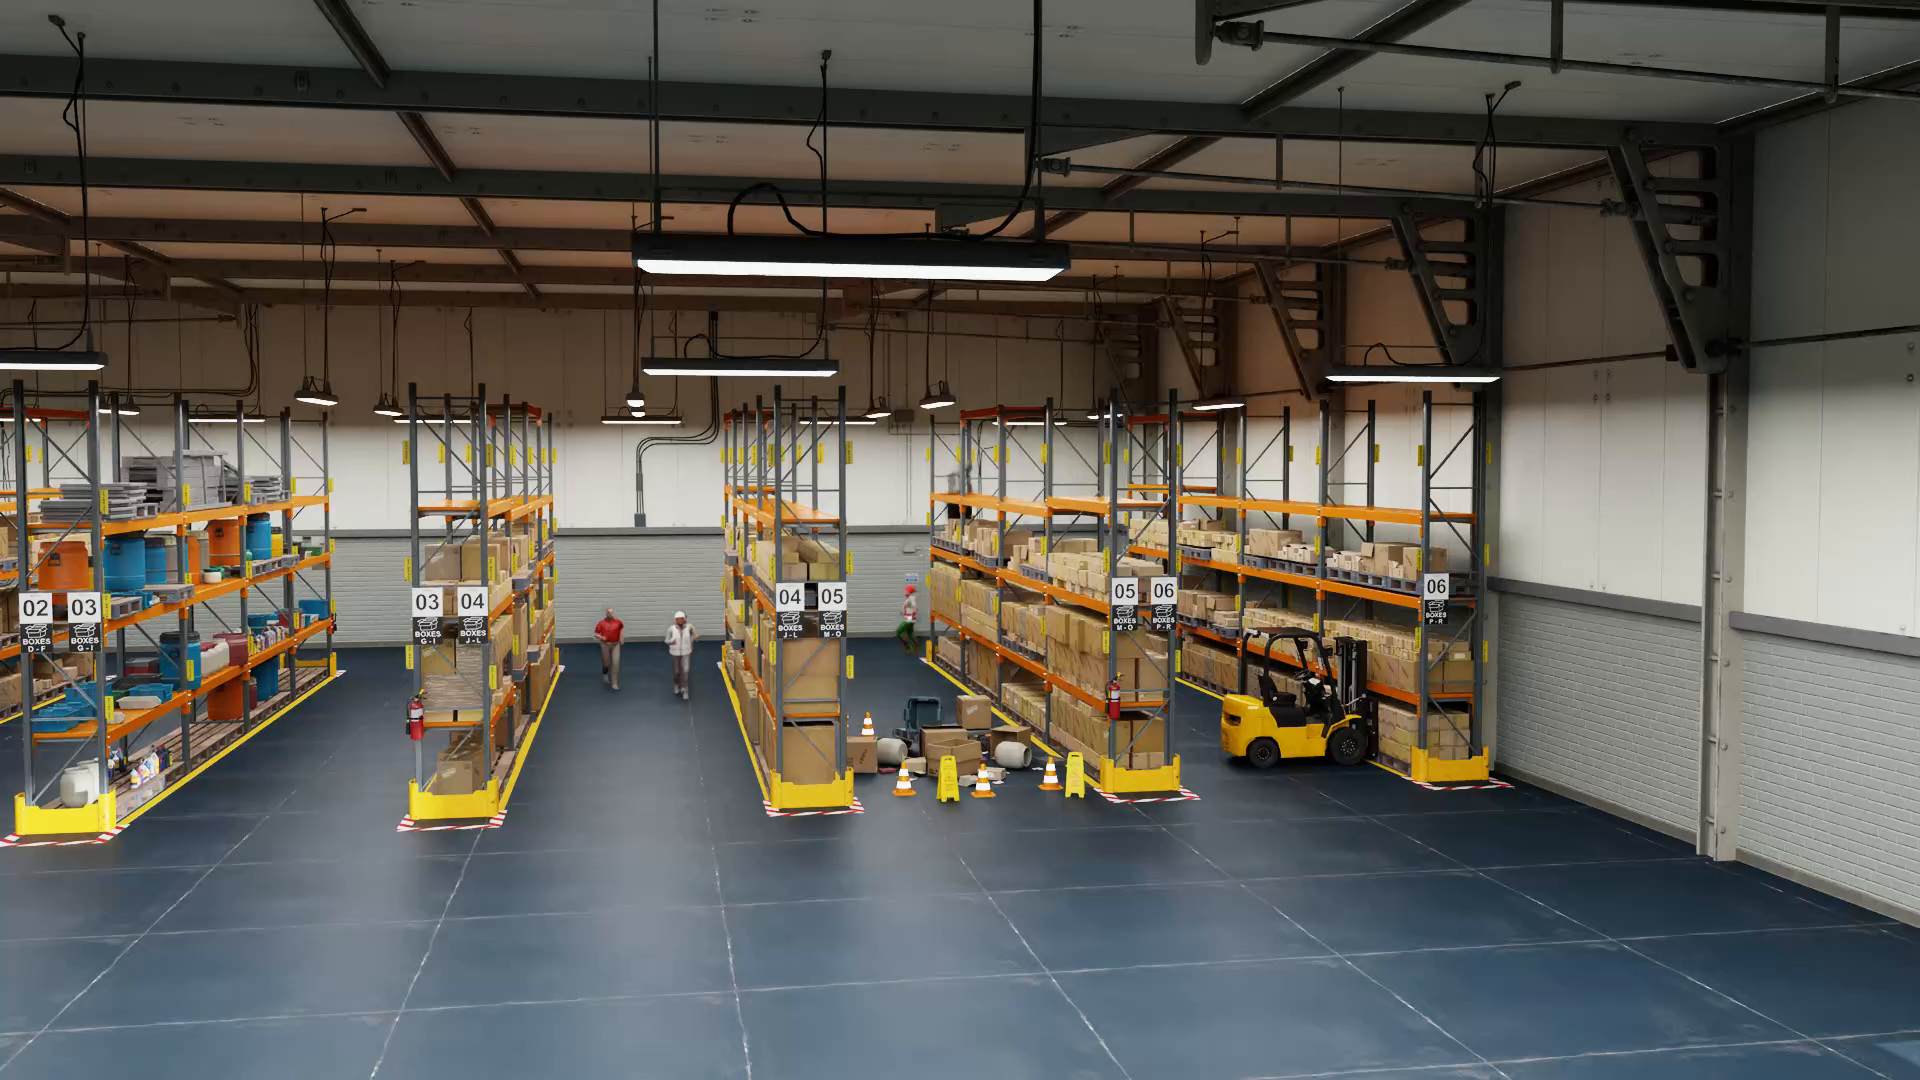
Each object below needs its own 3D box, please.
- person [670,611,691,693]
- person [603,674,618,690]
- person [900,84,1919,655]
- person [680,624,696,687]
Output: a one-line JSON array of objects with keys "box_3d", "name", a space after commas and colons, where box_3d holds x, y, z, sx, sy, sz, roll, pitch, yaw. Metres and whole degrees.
[{"box_3d": [-5.798, 2.306, 34.444, 0.445, 1.686, 0.778, -1, 3, -13], "name": "person"}, {"box_3d": [-7.547, 2.998, 35.849, 0.244, 0.376, 0.954, -1, 3, -20], "name": "person"}, {"box_3d": [4.609, -0.930, 28.279, 14.177, 8.996, 26.246, 0, 3, 4], "name": "person"}, {"box_3d": [-5.919, 2.457, 35.660, 0.530, 1.336, 0.645, 0, 3, -7], "name": "person"}]
